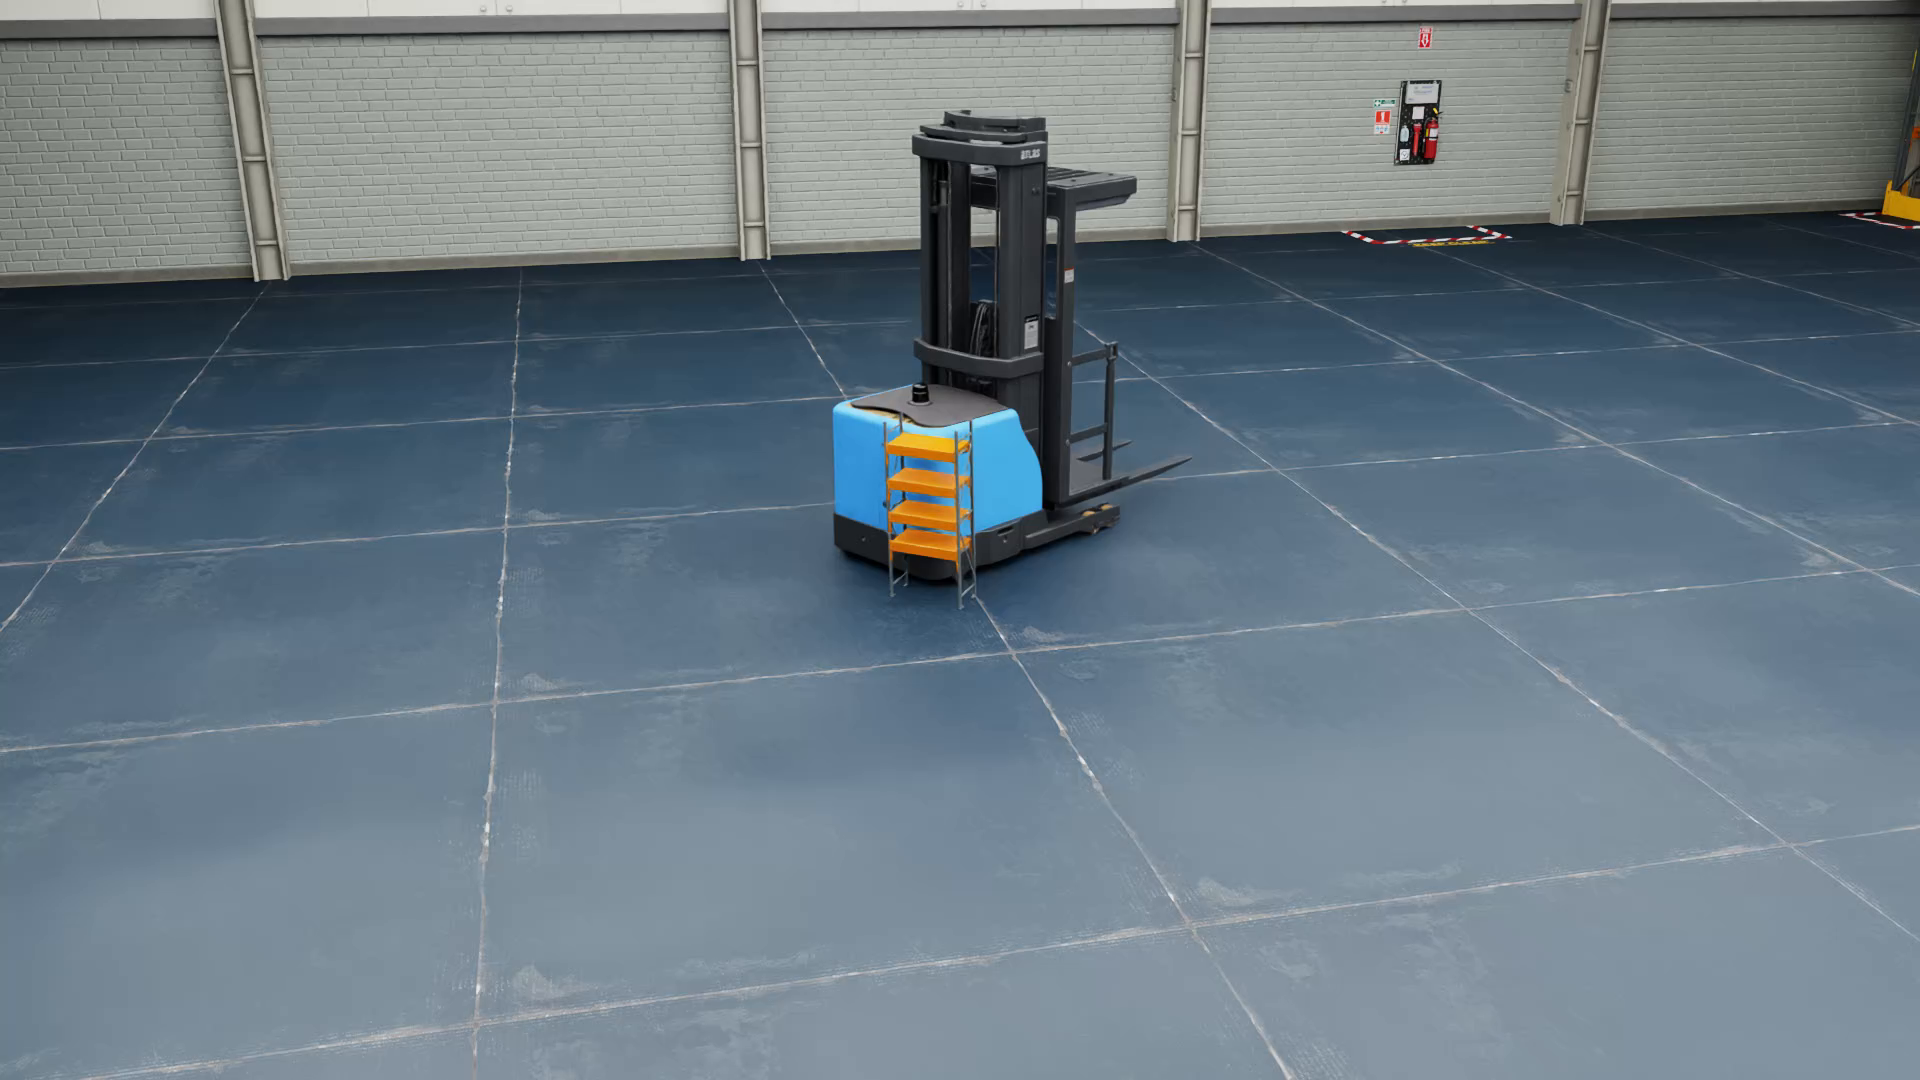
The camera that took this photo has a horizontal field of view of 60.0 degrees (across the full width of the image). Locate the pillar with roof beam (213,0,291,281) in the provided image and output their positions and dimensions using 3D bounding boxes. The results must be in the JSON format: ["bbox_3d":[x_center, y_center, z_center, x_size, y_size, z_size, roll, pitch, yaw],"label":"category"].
[{"bbox_3d":[-7.567,-6.045,15.233,0.400,9.000,9.100,-5,21,-12],"label":"pillar with roof beam"}]

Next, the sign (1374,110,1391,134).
[{"bbox_3d":[5.984,-5.918,23.557,0.234,0.329,0.001,-5,21,-12],"label":"sign"}]

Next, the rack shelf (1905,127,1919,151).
[{"bbox_3d":[16.263,-6.044,24.999,4.000,0.370,1.077,-5,21,-12],"label":"rack shelf"}]

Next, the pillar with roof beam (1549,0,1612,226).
[{"bbox_3d":[9.950,-7.469,19.122,0.400,9.000,9.100,-5,21,-12],"label":"pillar with roof beam"}]

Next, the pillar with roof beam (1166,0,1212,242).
[{"bbox_3d":[4.111,-6.994,17.826,0.400,9.000,9.100,-5,21,-12],"label":"pillar with roof beam"}]

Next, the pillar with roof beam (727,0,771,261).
[{"bbox_3d":[-1.728,-6.520,16.529,0.400,9.000,9.100,-5,21,-12],"label":"pillar with roof beam"}]

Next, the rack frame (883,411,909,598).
[{"bbox_3d":[-0.409,-0.222,10.659,0.015,1.200,0.240,9,25,23],"label":"rack frame"}]

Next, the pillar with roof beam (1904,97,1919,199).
[{"bbox_3d":[15.789,-7.944,20.419,0.400,9.000,9.100,-5,21,-12],"label":"pillar with roof beam"}]

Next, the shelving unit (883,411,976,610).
[{"bbox_3d":[-0.187,-0.187,10.563,0.503,1.200,0.258,9,25,23],"label":"shelving unit"}]

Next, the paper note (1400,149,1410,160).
[{"bbox_3d":[6.358,-5.506,23.765,0.142,0.148,0.016,-5,21,-12],"label":"paper note"}]

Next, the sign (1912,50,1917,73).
[{"bbox_3d":[14.208,-7.103,24.701,0.005,0.325,0.100,-5,21,-12],"label":"sign"}]

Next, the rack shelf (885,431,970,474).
[{"bbox_3d":[-0.196,-0.550,10.411,0.480,0.148,0.258,9,25,23],"label":"rack shelf"}]

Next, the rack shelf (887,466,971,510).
[{"bbox_3d":[-0.191,-0.332,10.503,0.480,0.148,0.258,9,25,23],"label":"rack shelf"}]

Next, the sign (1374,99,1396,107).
[{"bbox_3d":[5.991,-6.164,23.459,0.331,0.109,0.001,-5,21,-12],"label":"sign"}]

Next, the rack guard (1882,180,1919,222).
[{"bbox_3d":[14.391,-5.056,24.889,0.348,0.500,1.175,-5,21,-12],"label":"rack guard"}]

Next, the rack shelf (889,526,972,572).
[{"bbox_3d":[-0.182,0.058,10.666,0.480,0.148,0.258,9,25,23],"label":"rack shelf"}]

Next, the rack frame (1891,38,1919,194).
[{"bbox_3d":[14.317,-6.223,24.443,0.127,3.000,1.000,-5,21,-12],"label":"rack frame"}]

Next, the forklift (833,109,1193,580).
[{"bbox_3d":[0.519,-1.529,11.728,1.130,2.935,3.031,19,27,41],"label":"forklift"}]

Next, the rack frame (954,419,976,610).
[{"bbox_3d":[0.034,-0.152,10.467,0.015,1.200,0.240,9,25,23],"label":"rack frame"}]

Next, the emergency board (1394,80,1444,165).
[{"bbox_3d":[6.546,-5.911,23.589,0.643,1.169,0.194,-5,21,-12],"label":"emergency board"}]

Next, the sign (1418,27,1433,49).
[{"bbox_3d":[6.515,-7.032,23.279,0.199,0.298,0.001,-5,21,-12],"label":"sign"}]

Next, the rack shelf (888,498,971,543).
[{"bbox_3d":[-0.186,-0.125,10.589,0.480,0.148,0.258,9,25,23],"label":"rack shelf"}]
